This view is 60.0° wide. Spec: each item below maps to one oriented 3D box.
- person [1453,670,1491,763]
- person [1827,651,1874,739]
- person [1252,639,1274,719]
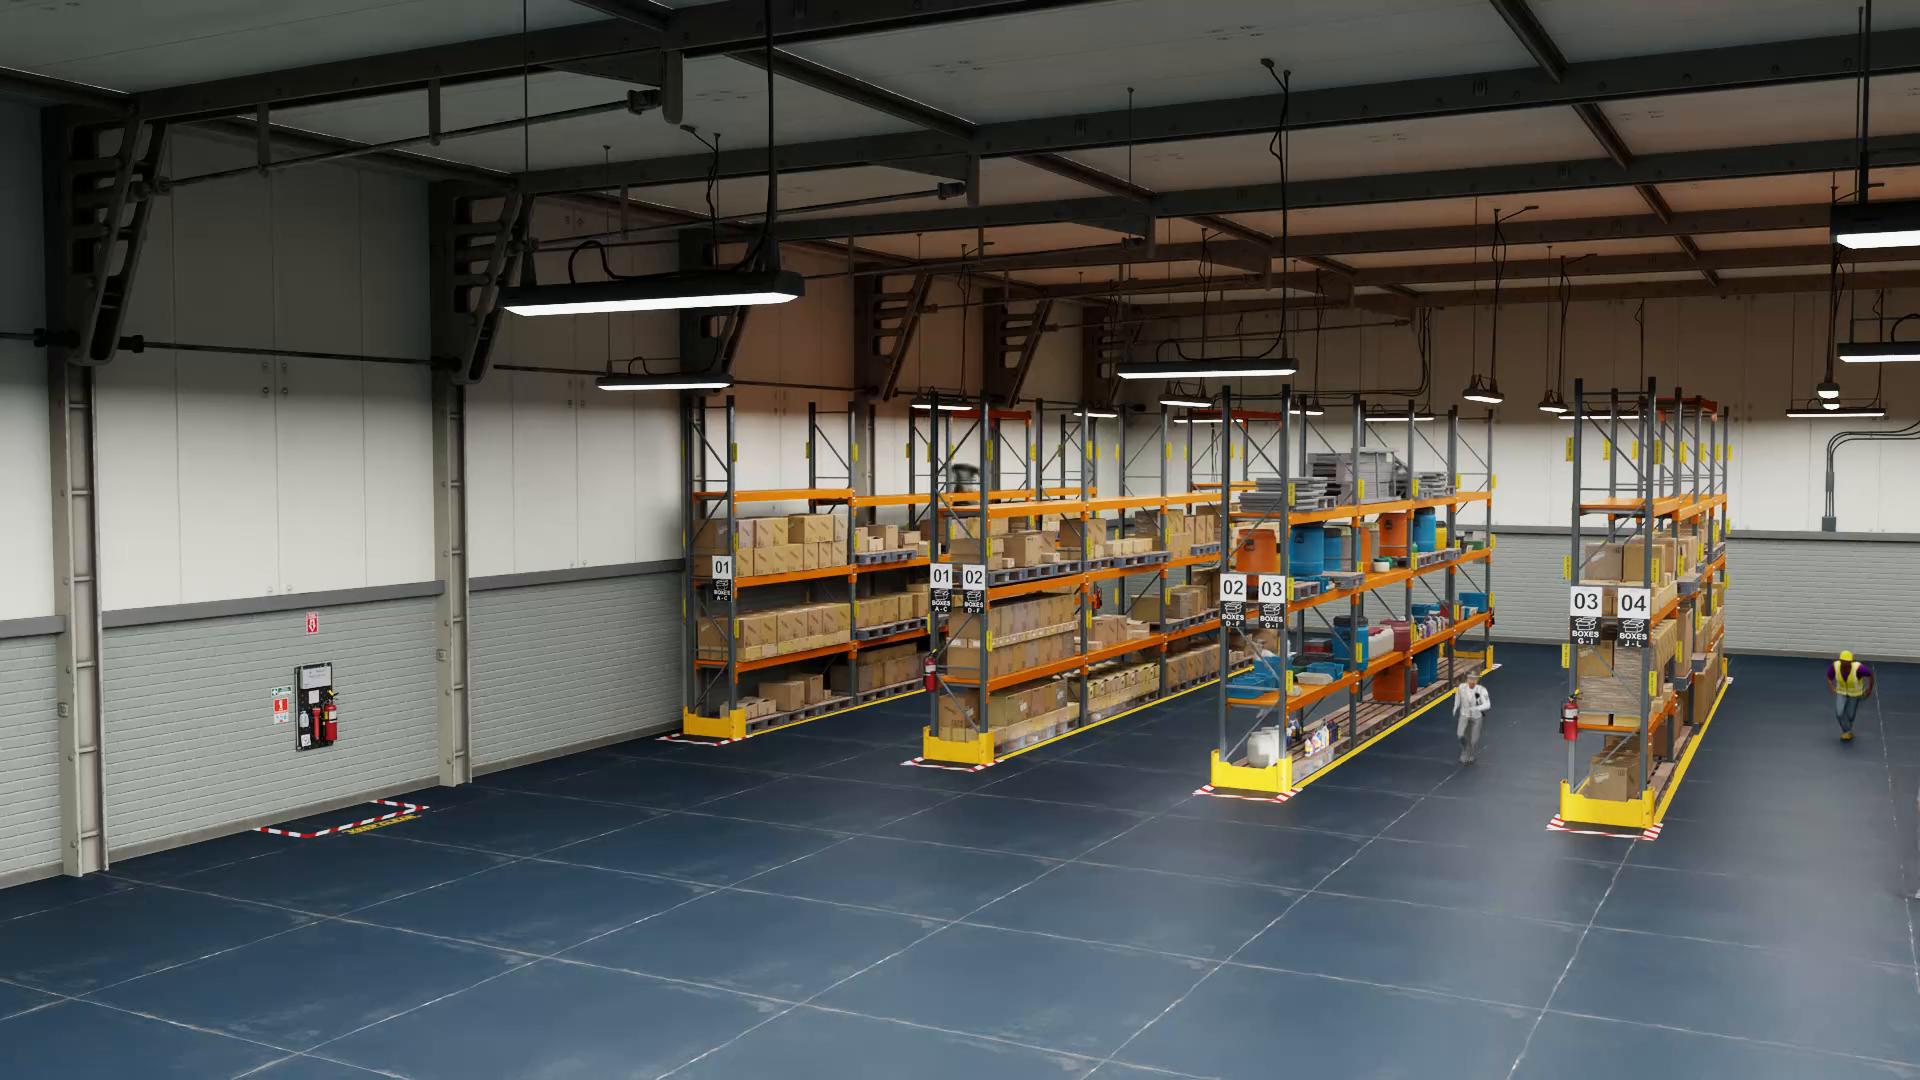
[{"bbox_3d":[8.157,2.818,26.517,0.602,1.547,0.910,1,3,22],"label":"person"},{"bbox_3d":[15.471,2.688,28.905,0.723,1.585,0.913,2,4,35],"label":"person"},{"bbox_3d":[5.866,2.595,31.529,0.606,1.506,1.048,2,4,38],"label":"person"}]
